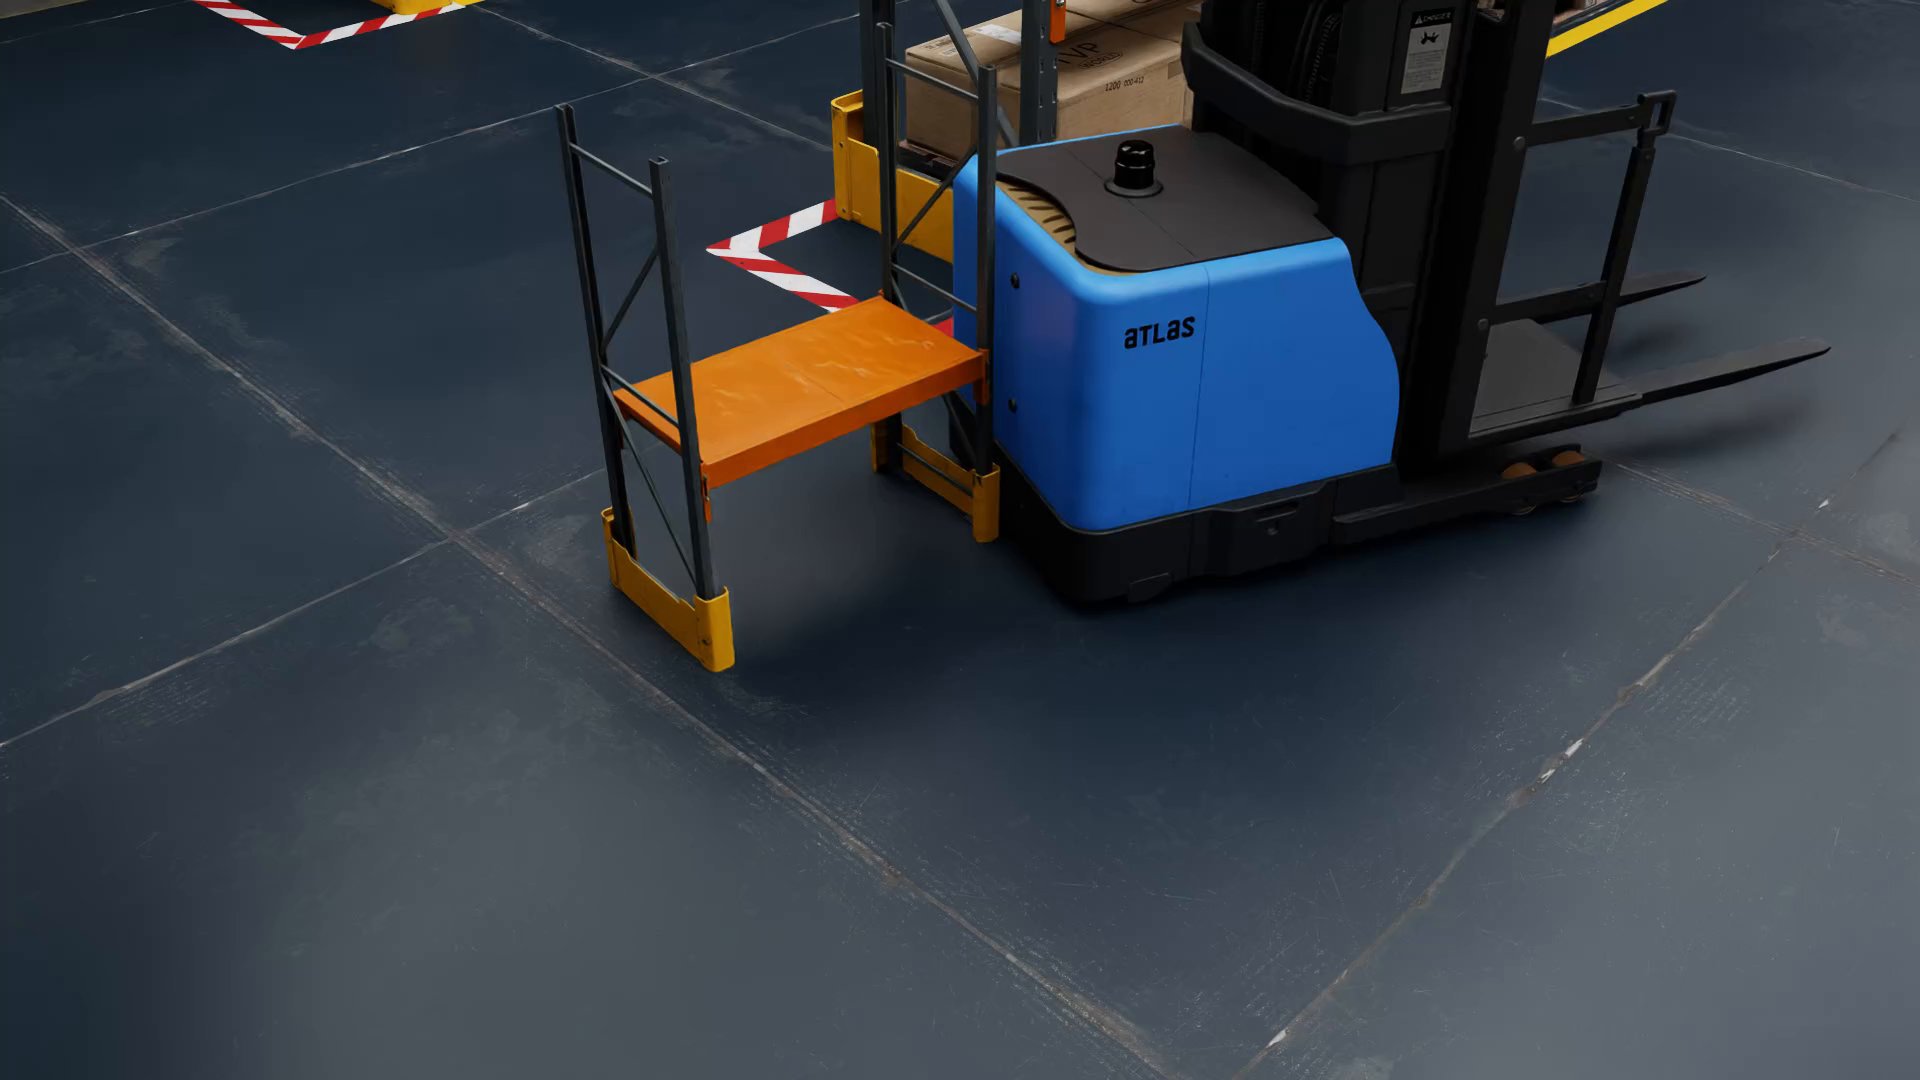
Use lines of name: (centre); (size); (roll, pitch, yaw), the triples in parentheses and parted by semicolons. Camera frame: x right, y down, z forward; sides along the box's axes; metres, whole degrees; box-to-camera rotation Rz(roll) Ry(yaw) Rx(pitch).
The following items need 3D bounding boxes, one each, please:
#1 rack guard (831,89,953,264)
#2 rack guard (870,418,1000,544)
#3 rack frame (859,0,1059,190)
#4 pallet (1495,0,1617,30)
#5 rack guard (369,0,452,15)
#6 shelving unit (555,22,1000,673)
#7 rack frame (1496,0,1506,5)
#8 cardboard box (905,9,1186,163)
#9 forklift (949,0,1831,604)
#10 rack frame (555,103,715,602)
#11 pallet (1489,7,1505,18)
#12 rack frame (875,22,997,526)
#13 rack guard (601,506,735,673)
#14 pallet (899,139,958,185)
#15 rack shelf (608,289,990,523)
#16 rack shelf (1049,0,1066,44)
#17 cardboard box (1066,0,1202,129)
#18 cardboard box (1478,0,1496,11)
rack guard: (-0.036, -1.480, 6.935); (1.175, 0.500, 0.348); (30, 45, 35)
rack guard: (-0.086, -0.230, 5.361); (0.087, 0.250, 0.587); (-25, 42, -32)
rack frame: (-0.019, -2.515, 6.234); (1.000, 3.000, 0.127); (30, 45, 35)
pallet: (3.289, -3.338, 9.852); (1.003, 0.211, 1.213); (30, 45, 35)
rack guard: (-3.491, -3.519, 9.859); (1.175, 0.500, 0.348); (30, 45, 35)
shelving unit: (-0.469, -0.561, 4.743); (1.083, 1.500, 0.587); (-25, 42, -32)
rack frame: (2.799, -4.139, 8.562); (1.000, 3.000, 0.127); (30, 45, 35)
cardboard box: (0.375, -1.944, 7.288); (0.875, 0.438, 0.875); (28, 44, 34)
forklift: (1.532, -1.549, 4.908); (3.031, 2.935, 1.130); (-13, 37, -18)
rack frame: (-0.854, -0.378, 4.481); (0.032, 1.500, 0.500); (-25, 42, -32)
pallet: (2.208, -2.718, 8.962); (1.003, 0.211, 1.213); (30, 45, 35)
rack frame: (-0.071, -0.750, 5.014); (0.032, 1.500, 0.500); (-25, 42, -32)
rack guard: (-0.853, 0.134, 4.839); (0.087, 0.250, 0.587); (-25, 42, -32)
pallet: (0.488, -1.727, 7.542); (1.003, 0.211, 1.213); (30, 45, 35)
rack shelf: (-0.462, -0.416, 4.850); (1.000, 0.185, 0.538); (-25, 42, -32)
rack shelf: (1.390, -3.032, 7.604); (1.077, 0.370, 4.000); (30, 45, 35)
cardboard box: (1.013, -2.319, 7.826); (0.875, 0.438, 0.875); (-29, 44, -34)
cardboard box: (2.280, -3.048, 8.871); (0.875, 0.438, 0.875); (29, 44, 35)
